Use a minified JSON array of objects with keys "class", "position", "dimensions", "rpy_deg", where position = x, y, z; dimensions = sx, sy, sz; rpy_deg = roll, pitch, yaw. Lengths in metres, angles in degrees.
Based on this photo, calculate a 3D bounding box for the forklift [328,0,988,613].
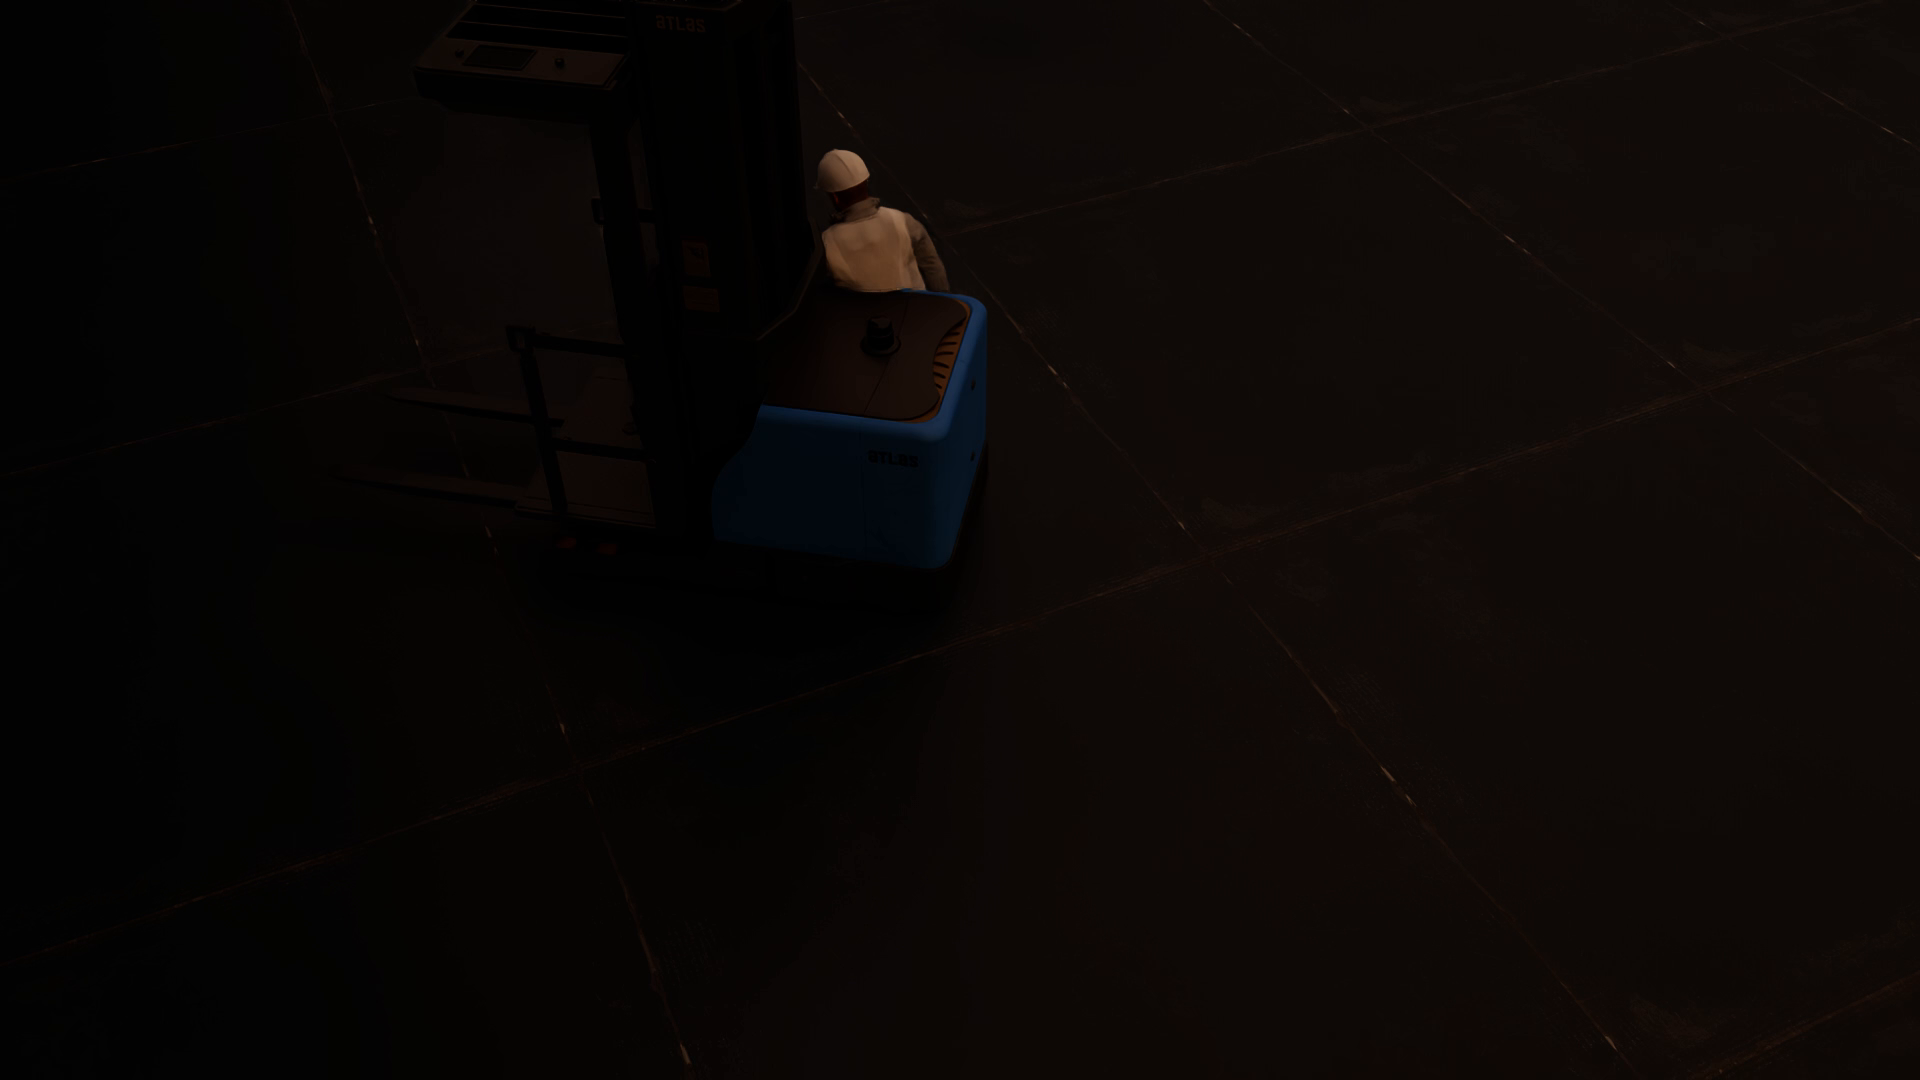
[{"class":"forklift","position":[-1.434,-1.245,7.014],"dimensions":[3.031,2.935,1.130],"rpy_deg":[8,44,8]}]

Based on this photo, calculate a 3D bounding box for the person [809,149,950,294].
[{"class":"person","position":[-0.491,-1.151,7.846],"dimensions":[0.875,1.644,0.918],"rpy_deg":[-11,44,-11]}]
